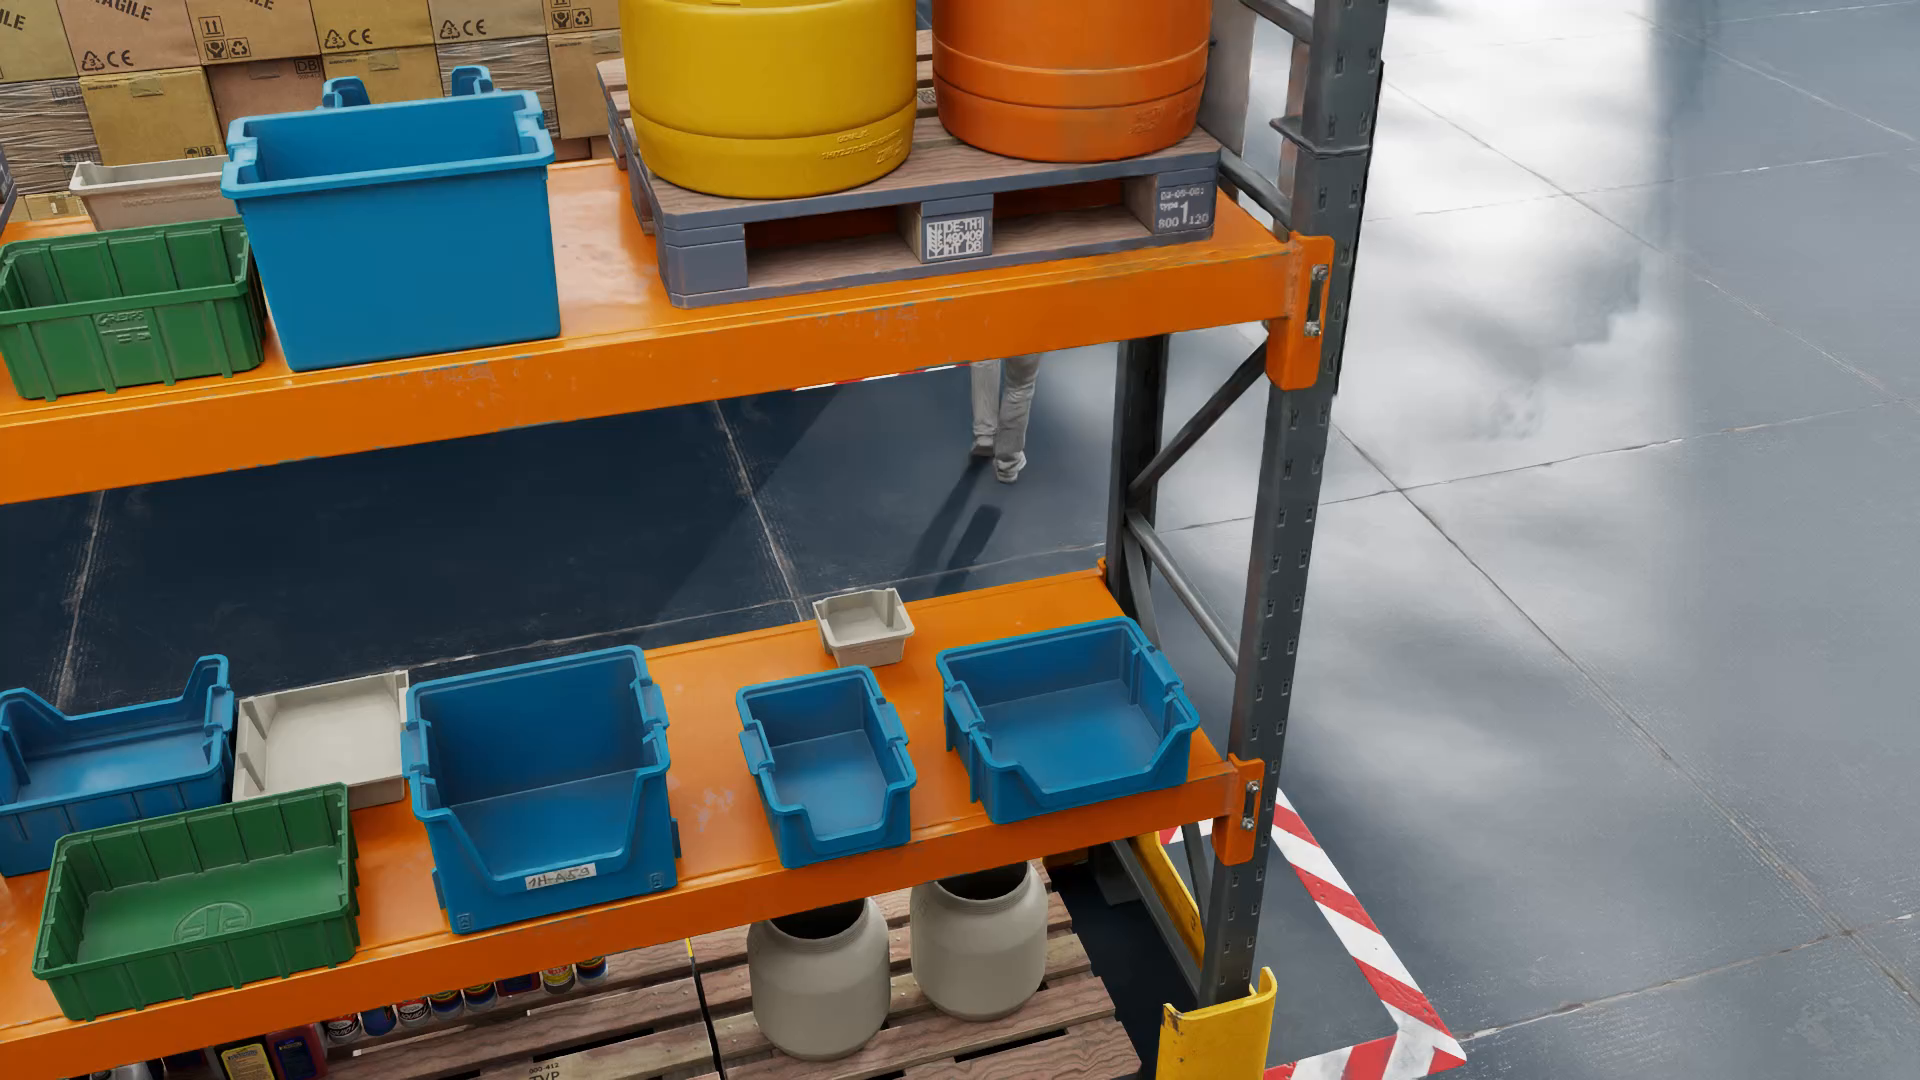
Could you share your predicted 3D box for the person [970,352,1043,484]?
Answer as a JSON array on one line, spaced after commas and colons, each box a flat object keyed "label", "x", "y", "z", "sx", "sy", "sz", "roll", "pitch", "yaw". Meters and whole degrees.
[{"label": "person", "x": 0.235, "y": -1.099, "z": 7.765, "sx": 0.568, "sy": 1.820, "sz": 0.507, "roll": 7, "pitch": 34, "yaw": 11}]
